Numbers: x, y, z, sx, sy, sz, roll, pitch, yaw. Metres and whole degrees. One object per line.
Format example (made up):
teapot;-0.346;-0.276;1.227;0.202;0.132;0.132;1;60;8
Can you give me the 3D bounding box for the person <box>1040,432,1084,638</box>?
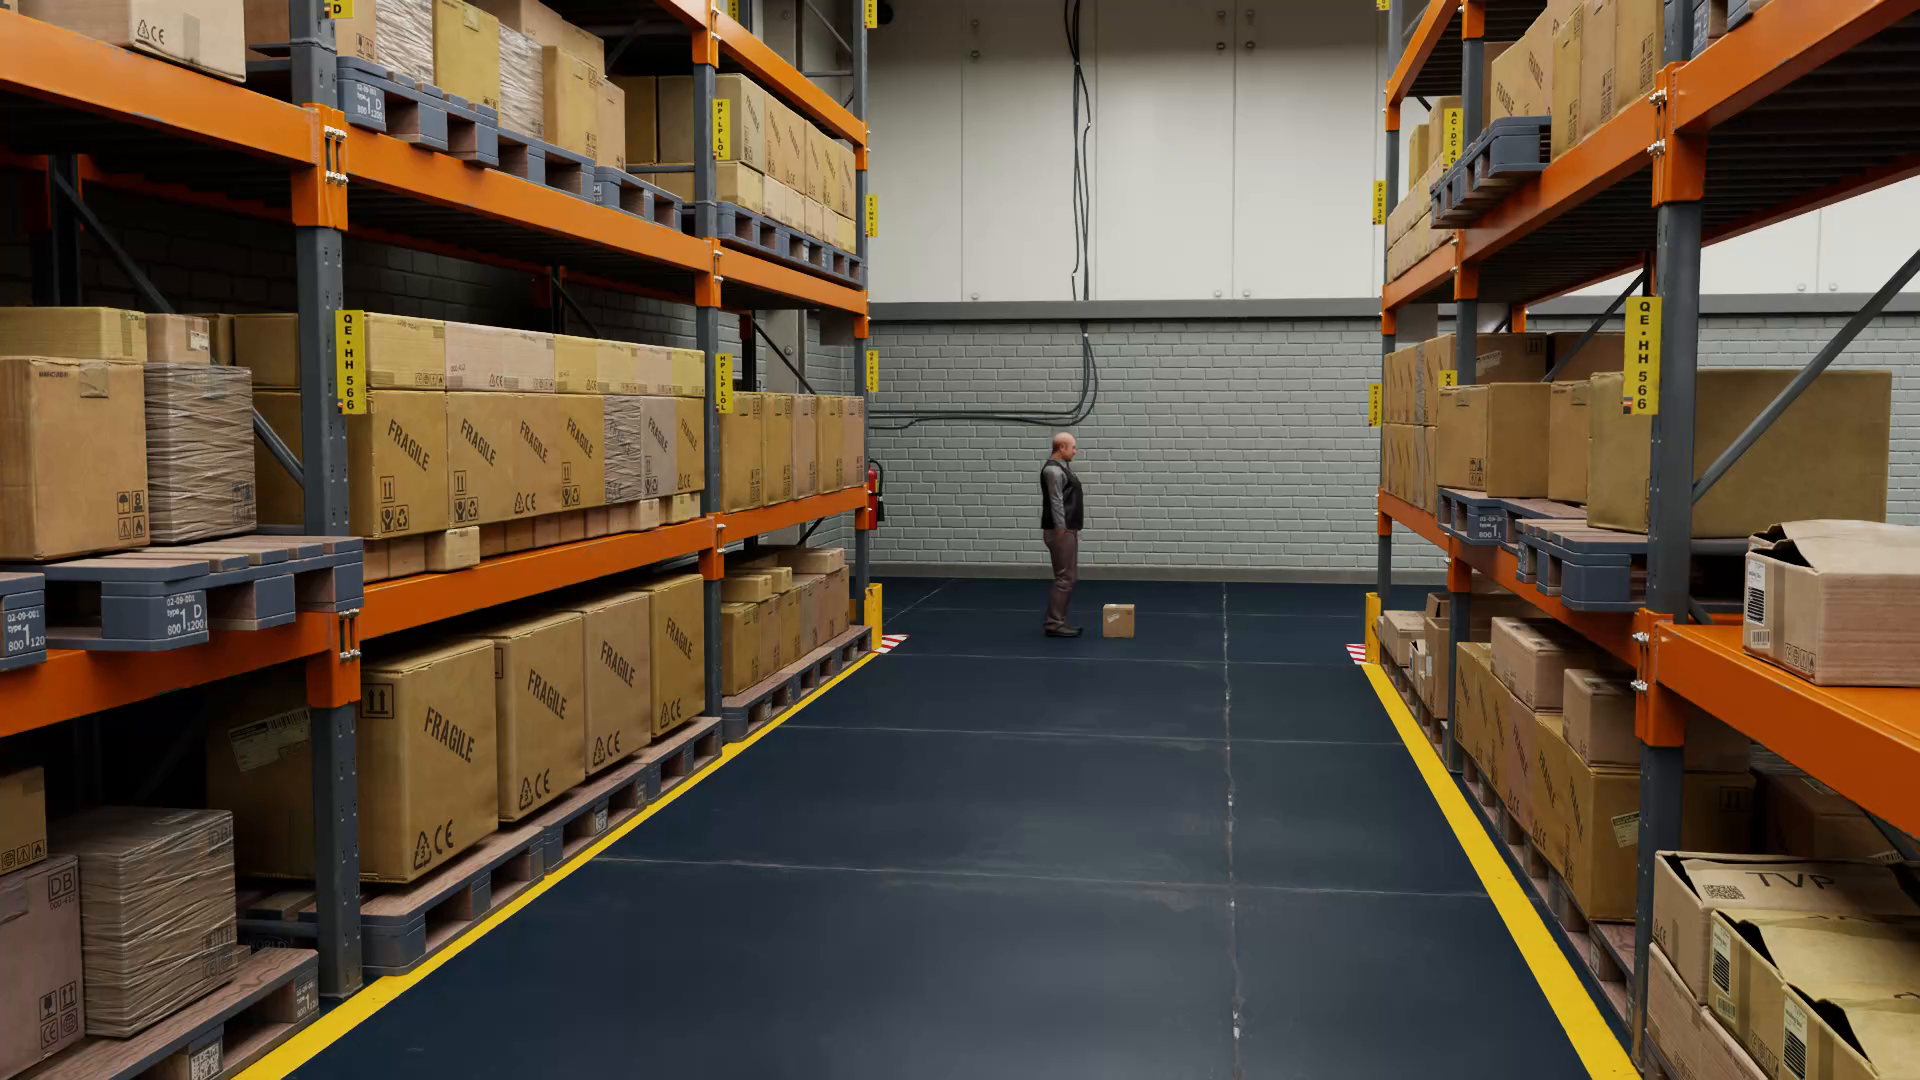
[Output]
person;0.863;-0.052;14.050;0.356;1.712;0.534;1;4;10
